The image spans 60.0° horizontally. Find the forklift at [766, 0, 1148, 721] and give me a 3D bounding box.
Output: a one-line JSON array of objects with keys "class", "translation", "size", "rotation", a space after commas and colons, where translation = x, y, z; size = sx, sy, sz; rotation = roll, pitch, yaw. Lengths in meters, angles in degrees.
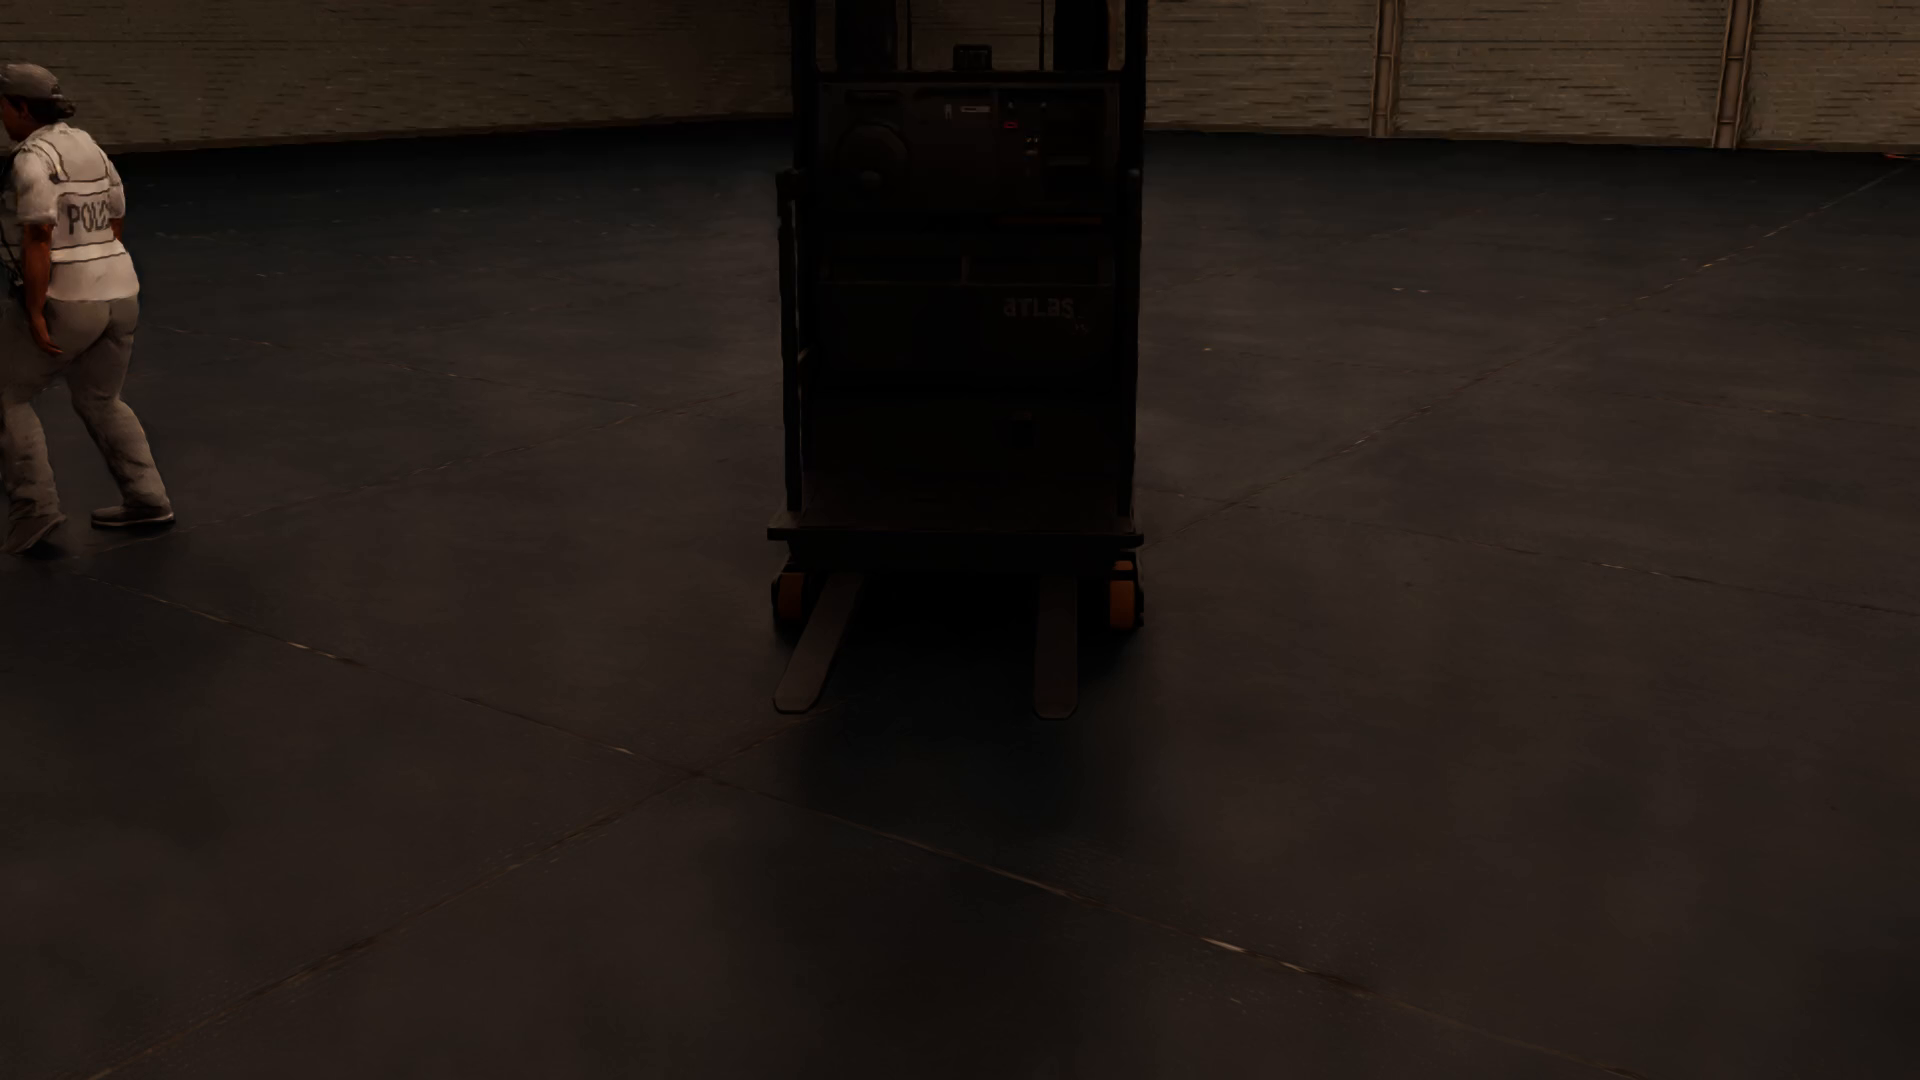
[{"class": "forklift", "translation": [0.010, -1.221, 4.915], "size": [1.130, 2.935, 3.031], "rotation": [1, 17, 4]}]

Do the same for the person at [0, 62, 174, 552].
[{"class": "person", "translation": [-3.158, -0.788, 5.846], "size": [0.481, 1.714, 0.589], "rotation": [1, 17, 4]}]
